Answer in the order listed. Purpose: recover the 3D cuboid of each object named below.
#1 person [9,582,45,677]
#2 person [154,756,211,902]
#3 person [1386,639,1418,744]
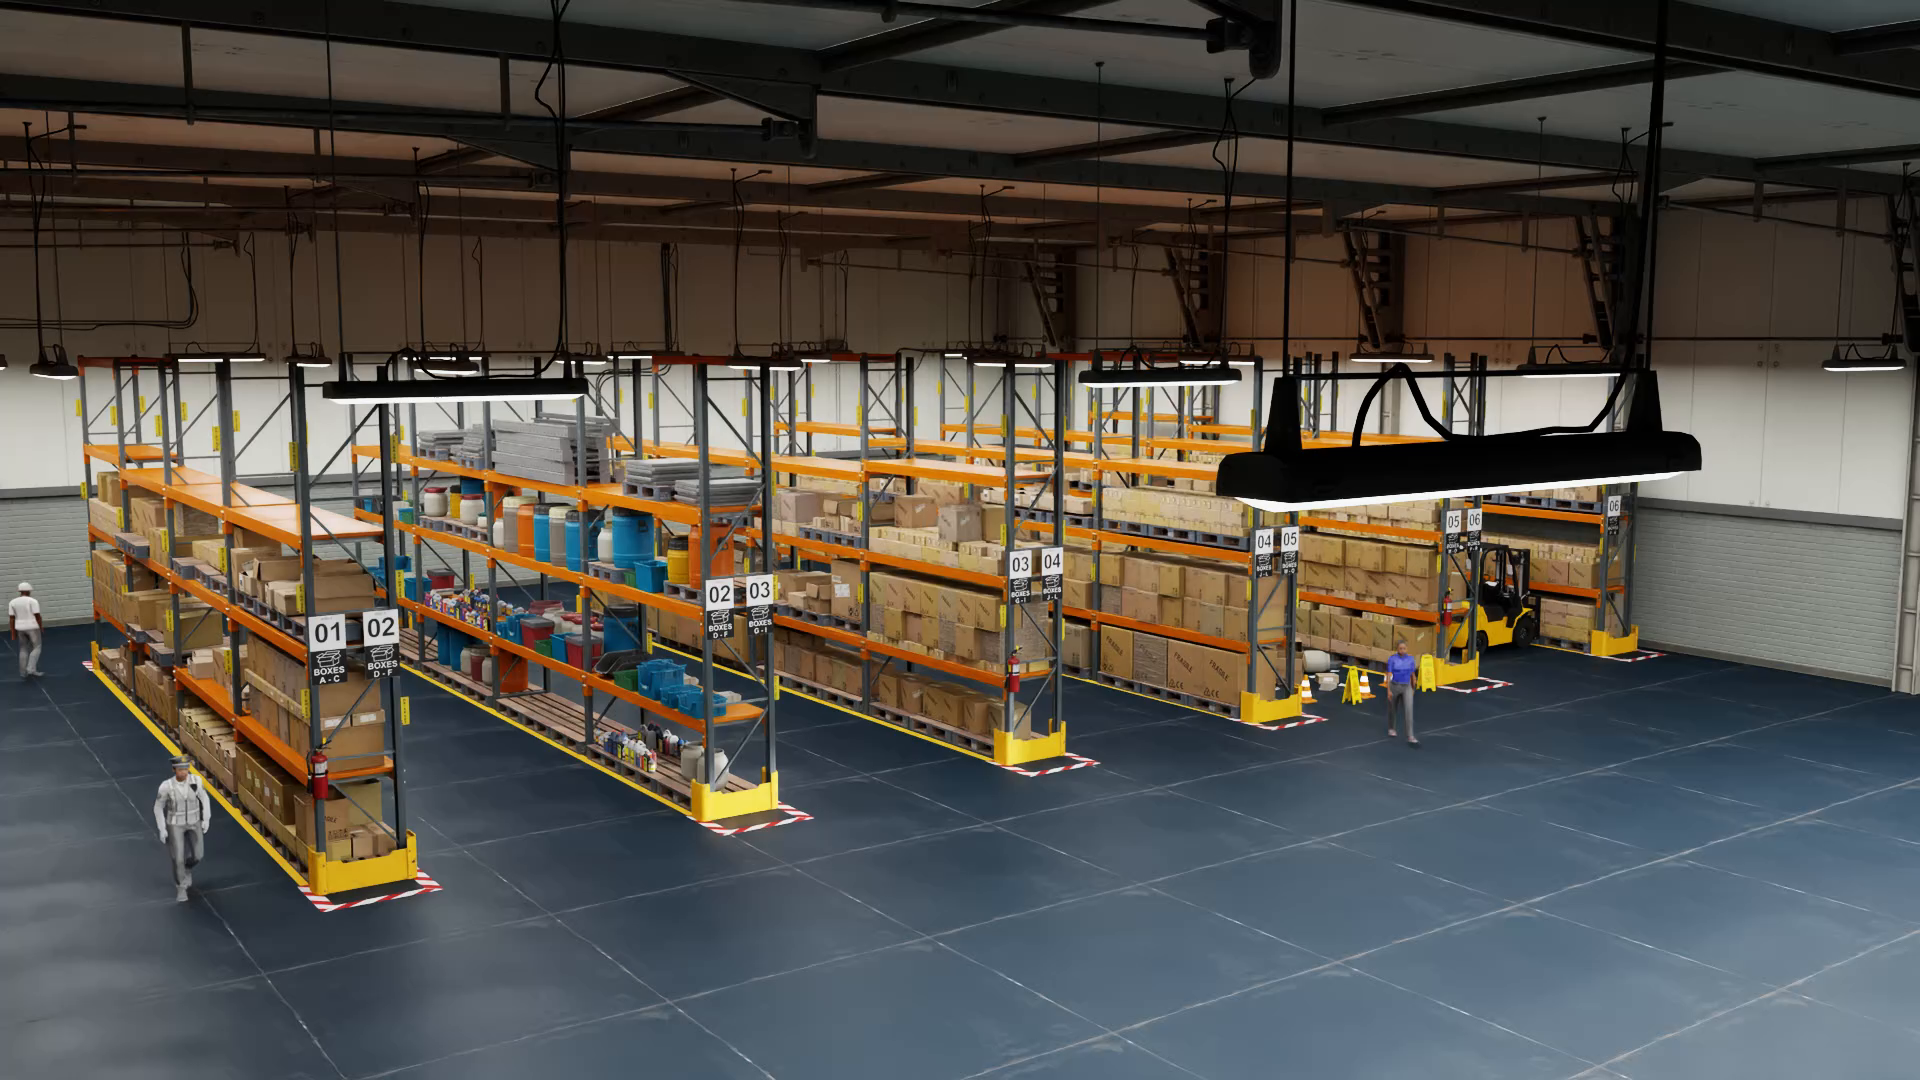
[{"bbox_3d":[-17.451,1.686,31.078,0.596,1.768,0.529,1,7,4],"label":"person"},{"bbox_3d":[-8.850,3.237,18.922,0.583,1.657,0.530,-5,9,-36],"label":"person"},{"bbox_3d":[6.923,2.359,26.097,0.474,1.601,1.019,1,7,9],"label":"person"}]
